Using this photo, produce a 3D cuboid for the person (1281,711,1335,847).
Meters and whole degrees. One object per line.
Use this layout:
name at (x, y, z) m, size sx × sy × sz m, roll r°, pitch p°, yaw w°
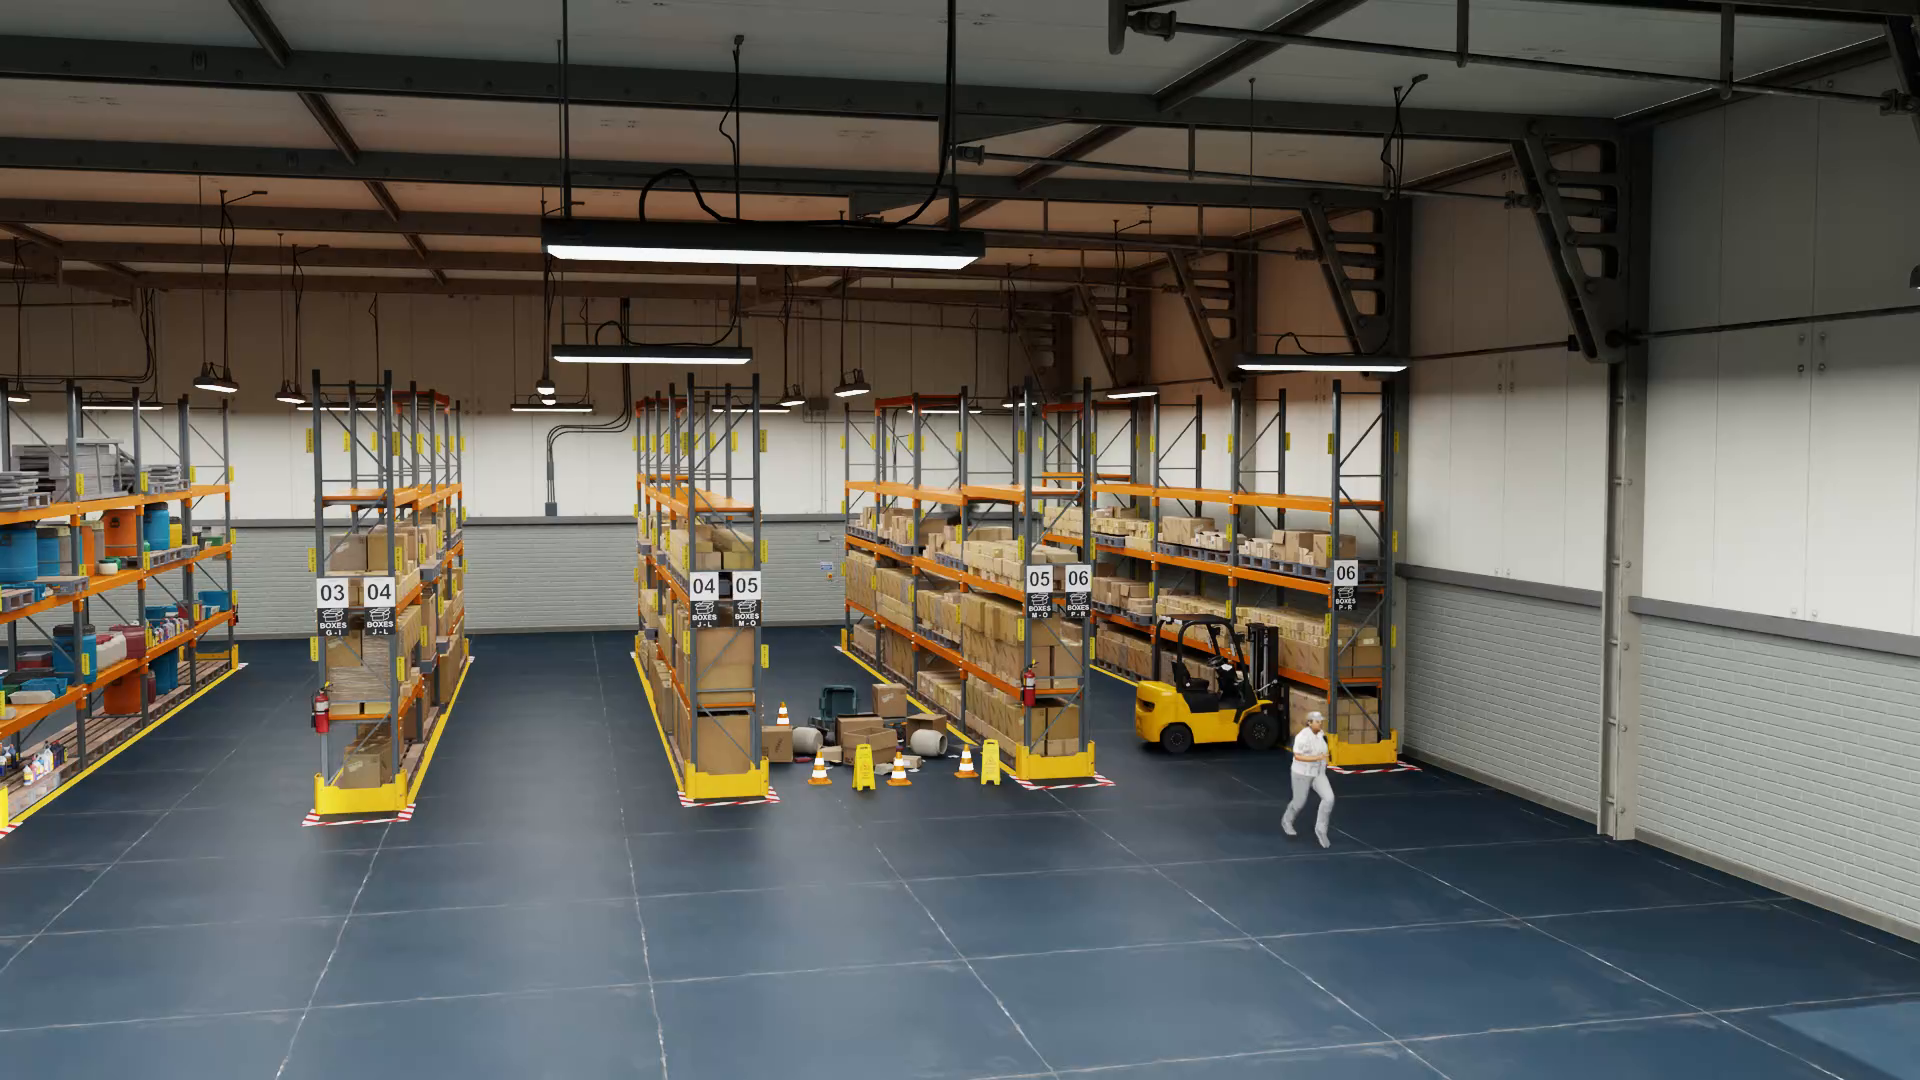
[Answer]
person at (4.362, 2.978, 20.916) m, size 0.626 × 1.707 × 0.832 m, roll -2°, pitch 4°, yaw -33°
